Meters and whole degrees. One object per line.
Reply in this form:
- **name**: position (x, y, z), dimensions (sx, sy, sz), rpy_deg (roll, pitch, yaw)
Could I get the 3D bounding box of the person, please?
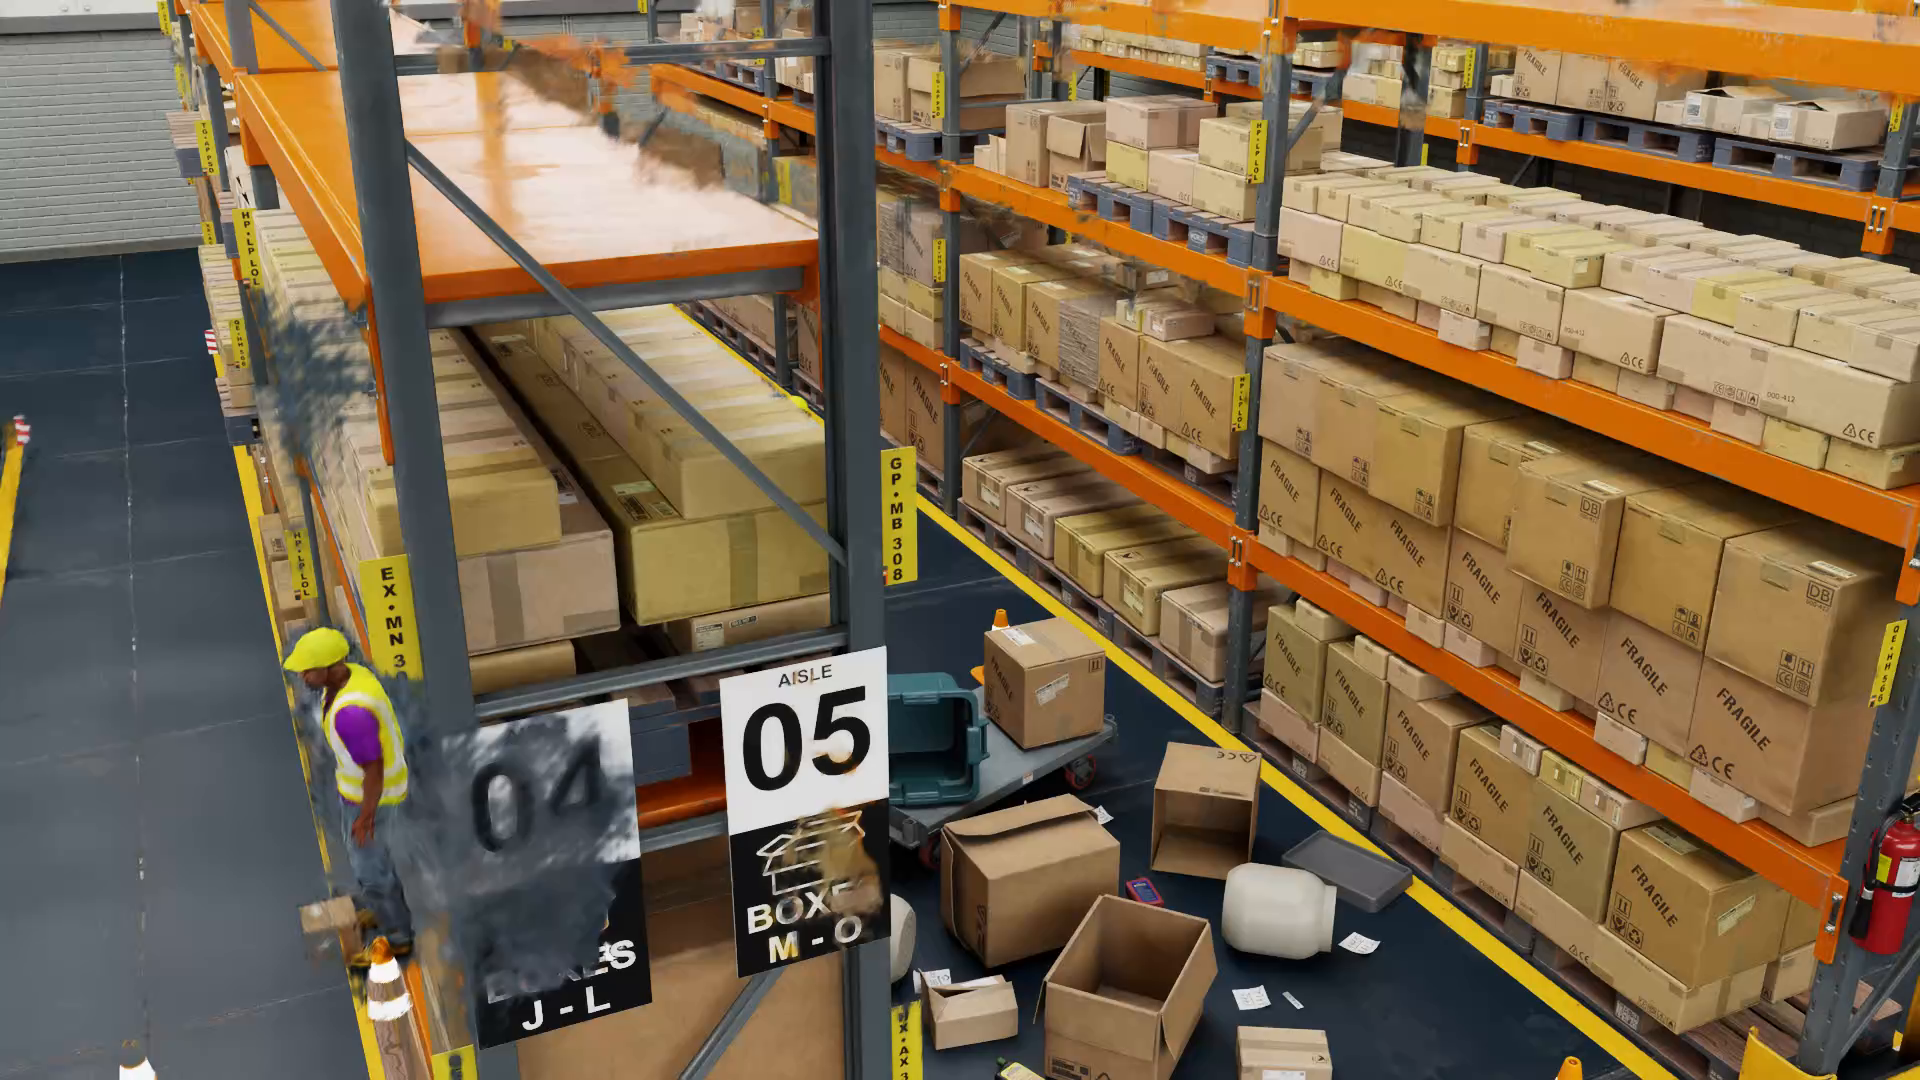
- **person**: position (-1.019, -0.106, 10.828), dimensions (0.463, 1.760, 0.632), rpy_deg (-11, 24, -24)
